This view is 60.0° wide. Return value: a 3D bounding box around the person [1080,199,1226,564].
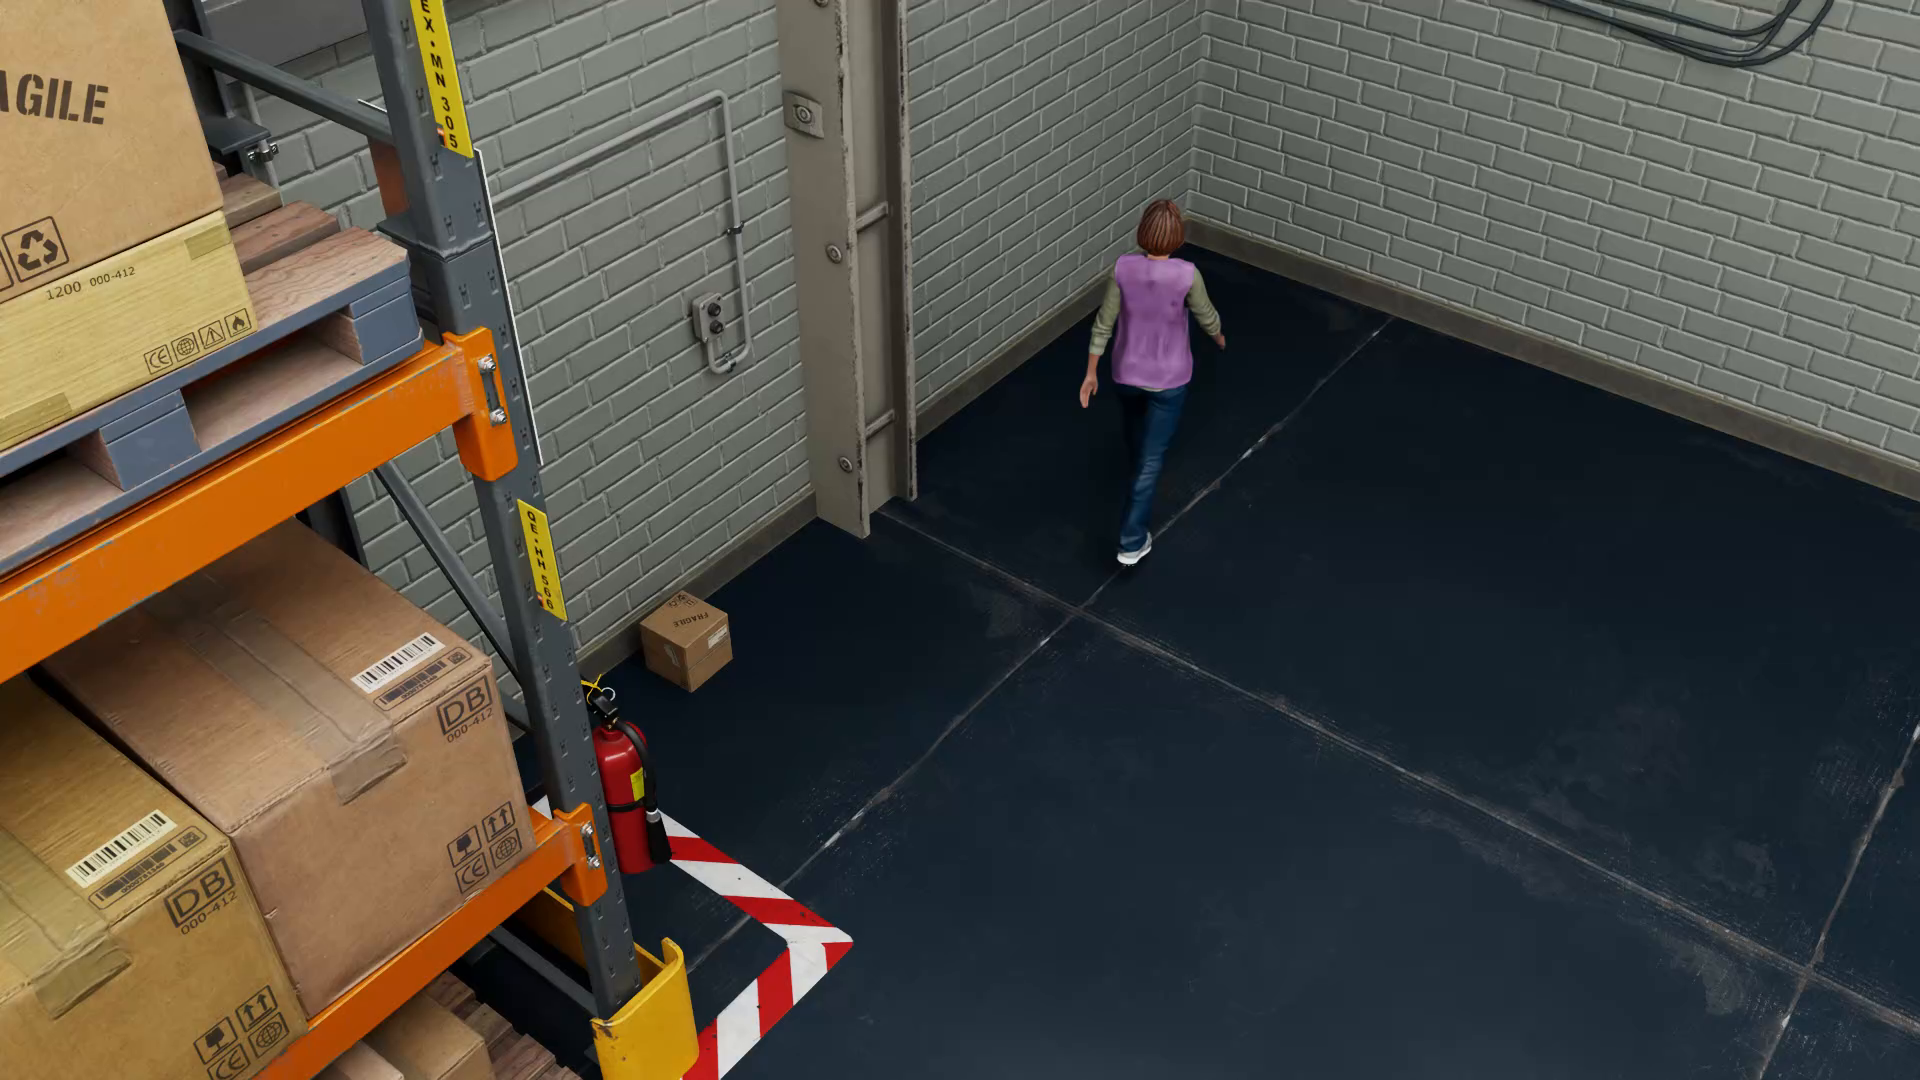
[{"bbox_3d":[0.817,-0.741,7.045,0.512,1.536,0.966,13,41,15],"label":"person"}]
